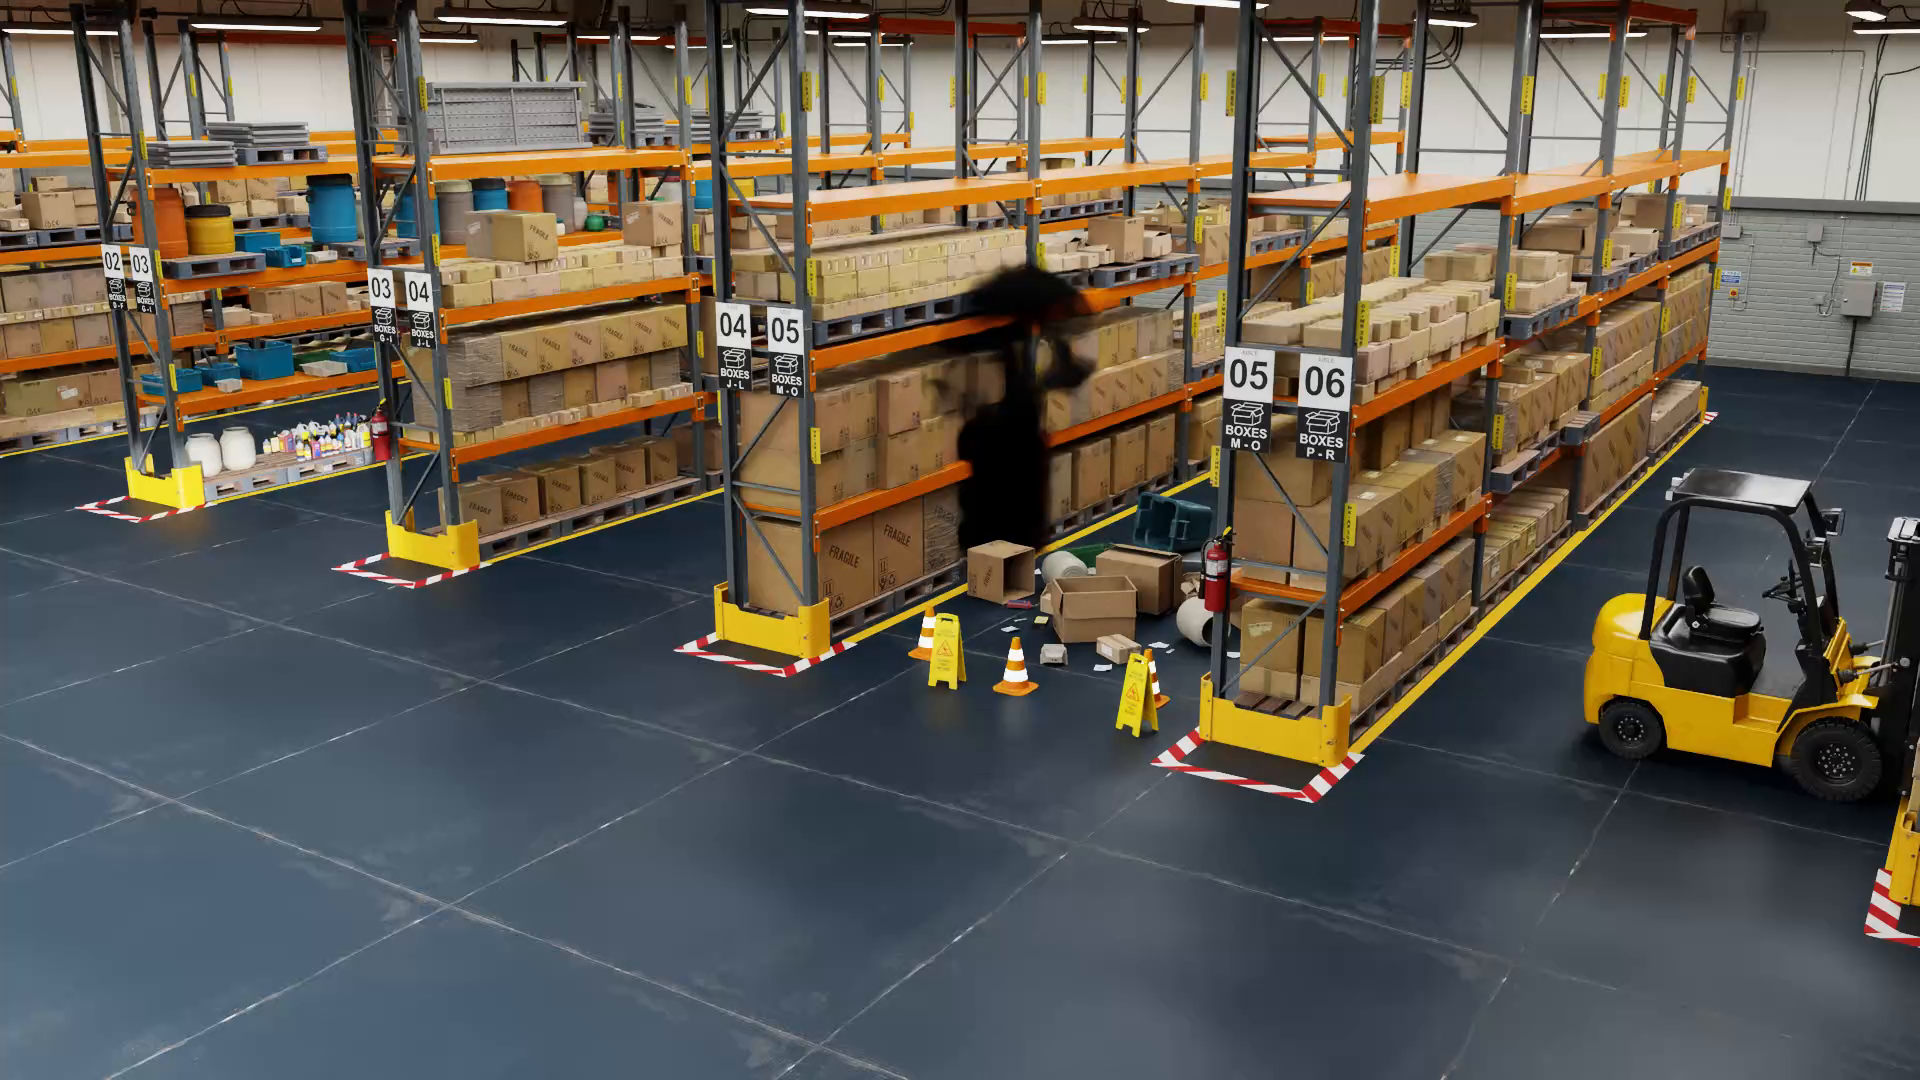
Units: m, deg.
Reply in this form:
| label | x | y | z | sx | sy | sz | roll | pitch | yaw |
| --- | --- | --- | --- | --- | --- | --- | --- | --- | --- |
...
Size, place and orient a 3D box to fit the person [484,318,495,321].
| label | x | y | z | sx | sy | sz | roll | pitch | yaw |
| --- | --- | --- | --- | --- | --- | --- | --- | --- | --- |
| person | -8.078 | -3.528 | 28.846 | 0.587 | 1.687 | 0.877 | 8 | 18 | 28 |
